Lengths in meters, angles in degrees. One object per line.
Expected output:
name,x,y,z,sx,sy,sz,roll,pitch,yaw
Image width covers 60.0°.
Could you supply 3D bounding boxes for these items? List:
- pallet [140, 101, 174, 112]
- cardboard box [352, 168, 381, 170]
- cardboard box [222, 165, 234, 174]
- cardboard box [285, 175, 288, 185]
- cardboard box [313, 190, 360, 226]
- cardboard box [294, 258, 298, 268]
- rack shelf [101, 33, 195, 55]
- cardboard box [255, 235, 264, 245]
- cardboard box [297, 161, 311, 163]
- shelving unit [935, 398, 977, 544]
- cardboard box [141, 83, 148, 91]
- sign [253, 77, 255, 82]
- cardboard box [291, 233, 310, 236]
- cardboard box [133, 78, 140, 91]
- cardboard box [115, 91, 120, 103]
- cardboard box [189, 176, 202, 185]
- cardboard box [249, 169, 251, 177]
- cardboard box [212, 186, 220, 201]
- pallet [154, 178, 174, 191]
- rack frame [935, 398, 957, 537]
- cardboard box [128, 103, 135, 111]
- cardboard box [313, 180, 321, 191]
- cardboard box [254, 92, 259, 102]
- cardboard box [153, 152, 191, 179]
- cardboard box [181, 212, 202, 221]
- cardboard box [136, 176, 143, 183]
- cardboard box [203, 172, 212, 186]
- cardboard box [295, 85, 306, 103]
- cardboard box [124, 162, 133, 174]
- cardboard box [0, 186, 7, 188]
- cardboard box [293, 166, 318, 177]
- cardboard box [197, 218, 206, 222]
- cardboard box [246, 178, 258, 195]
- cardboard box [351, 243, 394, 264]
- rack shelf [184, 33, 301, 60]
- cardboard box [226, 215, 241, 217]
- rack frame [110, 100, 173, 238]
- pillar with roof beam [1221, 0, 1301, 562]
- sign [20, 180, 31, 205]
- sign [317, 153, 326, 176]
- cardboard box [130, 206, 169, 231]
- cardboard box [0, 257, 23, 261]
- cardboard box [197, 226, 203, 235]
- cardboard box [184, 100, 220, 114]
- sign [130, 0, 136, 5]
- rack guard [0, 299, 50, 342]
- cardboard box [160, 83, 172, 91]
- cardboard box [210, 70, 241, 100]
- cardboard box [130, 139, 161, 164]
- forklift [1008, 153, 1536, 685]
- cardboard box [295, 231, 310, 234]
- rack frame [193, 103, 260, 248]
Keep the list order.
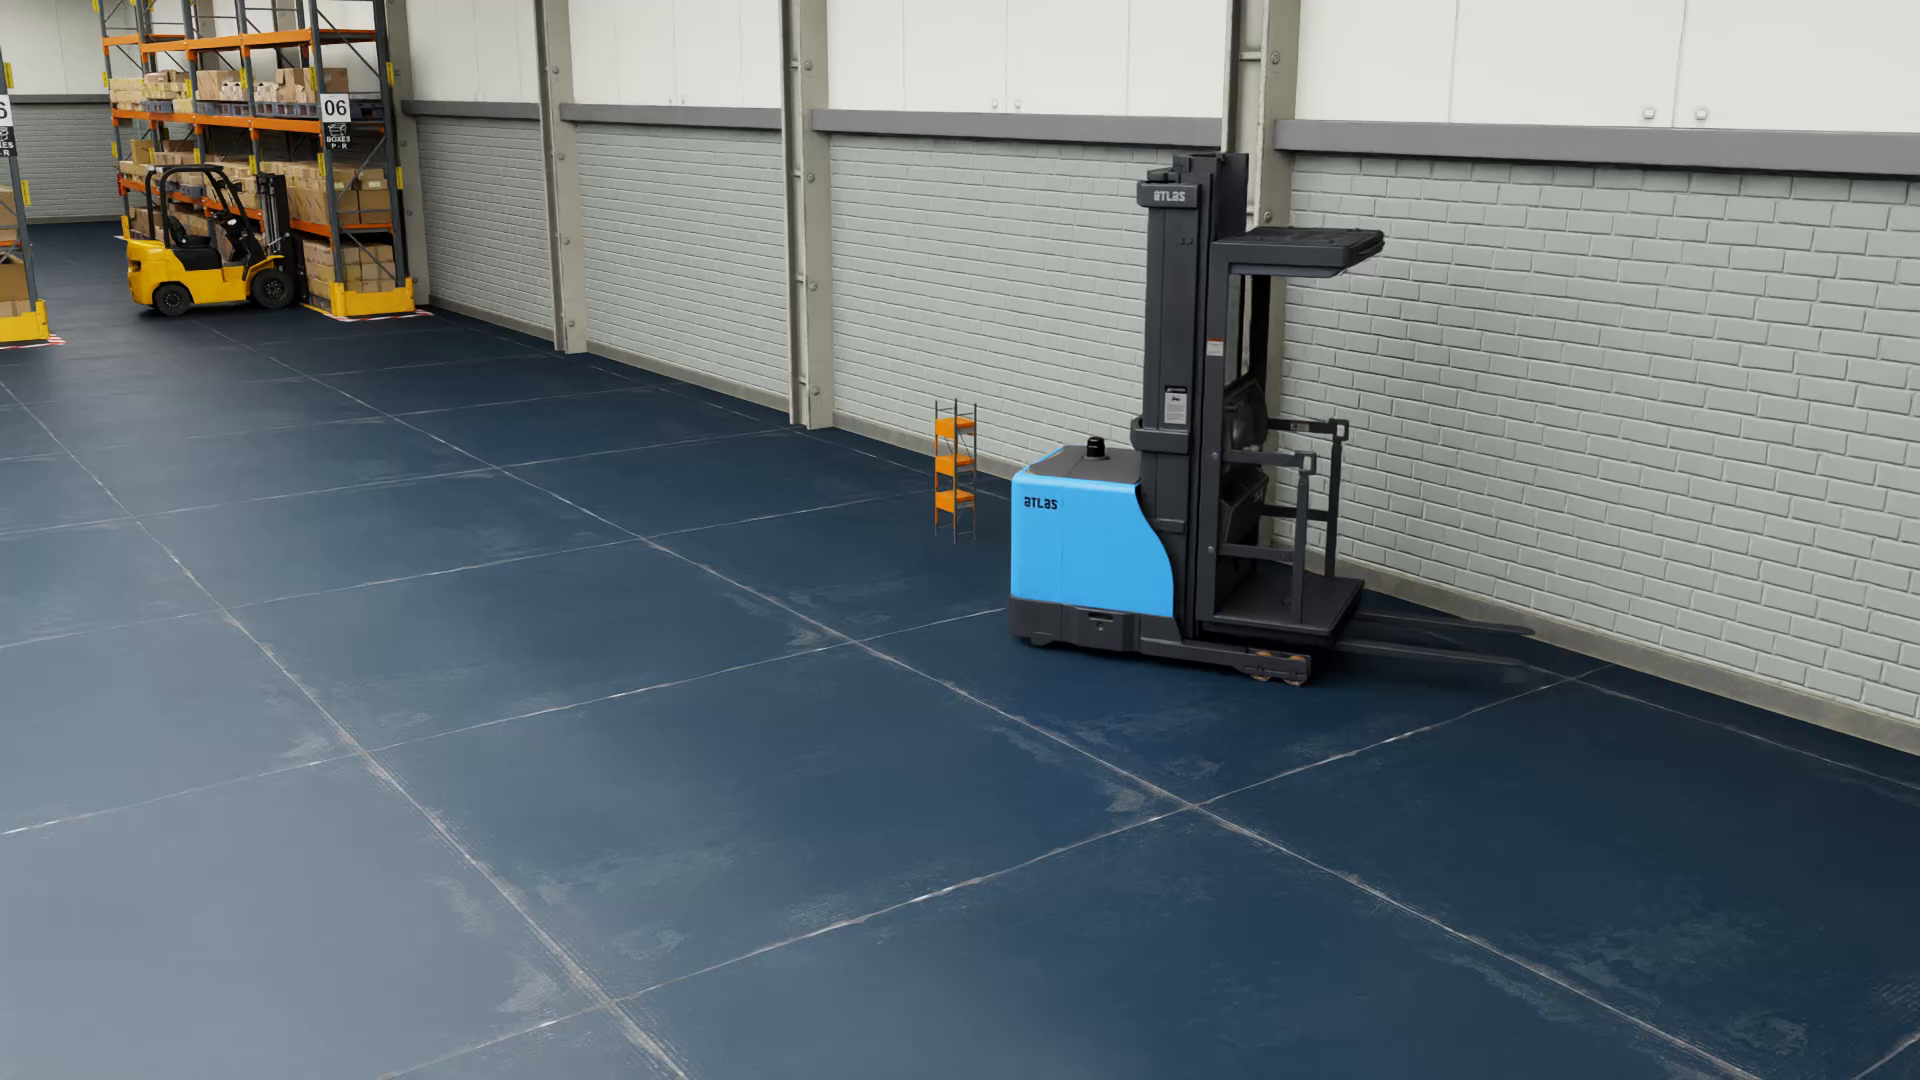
pallet,-15.597,-8.656,33.196,1.213,0.211,1.003,-11,19,-35
cardboard box,-8.999,-5.564,25.241,0.380,0.149,0.250,-10,18,-33
cardboard box,-12.855,-6.570,29.479,0.380,0.149,0.250,-10,18,-33
cardboard box,-10.516,-5.717,26.363,0.380,0.149,0.250,-12,19,-36
cardboard box,-9.370,-5.001,24.975,0.500,0.500,0.500,-11,19,-36
cardboard box,-10.305,-4.384,26.378,0.500,0.250,0.500,-11,19,-35
rack shelf,-17.100,-10.423,34.979,1.077,0.370,4.000,-11,19,-35
cardboard box,-11.536,-4.909,28.533,0.875,0.625,0.625,-10,18,-32
cardboard box,-10.788,-6.226,27.658,0.380,0.149,0.250,-11,19,-34
shelving unit,-0.031,-0.518,12.479,0.215,1.050,0.252,-11,19,-35
cardboard box,-16.103,-9.039,33.163,0.380,0.149,0.250,-10,18,-33
sign,-13.118,-8.415,30.829,0.100,0.325,0.005,-11,19,-35
cardboard box,-10.897,-4.838,27.090,0.500,0.250,0.500,-11,19,-34
cardboard box,-16.721,-9.387,34.282,0.500,0.250,0.500,-11,19,-35
cardboard box,-17.920,-9.580,35.935,0.500,0.250,0.500,-10,18,-33
cardboard box,-14.269,-6.758,31.268,0.380,0.149,0.250,-10,18,-34
cardboard box,-11.868,-6.255,28.328,0.380,0.149,0.250,-11,19,-35
cardboard box,-13.217,-6.283,30.135,0.500,0.250,0.500,-11,19,-36
pallet,-15.542,-7.170,33.456,1.003,0.211,1.213,-11,19,-35
rack frame,-0.103,-0.544,12.574,0.200,1.050,0.008,-11,19,-35
cardboard box,-17.303,-9.131,35.050,0.380,0.149,0.250,-10,18,-33
cardboard box,-9.473,-5.330,24.949,0.380,0.149,0.250,-11,18,-34
cardboard box,-11.202,-7.176,26.920,0.380,0.149,0.250,-10,18,-33
cardboard box,-15.820,-7.563,33.543,0.700,0.500,0.500,-10,18,-33
cardboard box,-15.254,-6.427,33.086,0.380,0.149,0.250,-11,19,-35
cardboard box,-17.416,-7.735,35.630,0.380,0.149,0.250,-10,18,-33
cardboard box,-13.529,-6.629,30.450,0.500,0.250,0.500,-11,19,-35
cardboard box,-9.750,-6.705,24.979,0.396,0.266,0.258,-11,19,-34
cardboard box,-17.930,-8.129,36.317,0.500,0.250,0.500,-11,19,-34
cardboard box,-13.543,-4.671,23.209,0.500,0.500,0.500,-11,19,-36
cardboard box,-10.081,-5.693,25.714,0.380,0.149,0.250,-10,18,-33
cardboard box,-14.372,-6.089,31.851,0.380,0.149,0.250,-12,19,-36
cardboard box,-11.716,-5.976,28.066,0.500,0.250,0.500,-11,19,-36
cardboard box,-8.998,-4.379,25.411,0.500,0.250,0.500,-11,19,-35
rack shelf,-12.396,-8.523,28.790,1.077,0.370,4.000,-11,19,-35
cardboard box,-14.057,-6.240,32.403,0.380,0.149,0.250,-12,19,-37
rack frame,-18.276,-8.305,37.236,1.000,3.000,0.127,-11,19,-35
pillar with roof beam,-1.447,-3.558,8.531,9.100,9.000,0.400,-11,19,-35
sign,-12.442,-4.619,22.129,0.100,0.325,0.005,-11,19,-35
sign,-9.315,-5.480,24.272,0.100,0.325,0.005,-11,19,-35
cardboard box,-17.993,-7.158,36.980,0.797,0.503,0.637,-12,19,-37
cardboard box,-13.457,-3.686,23.354,0.500,0.500,0.500,-12,19,-37
cardboard box,-14.280,-5.759,31.874,0.500,0.500,0.500,-11,19,-35
cardboard box,-14.070,-8.043,30.882,0.500,0.250,0.500,-12,19,-36
sign,-16.374,-10.753,32.897,0.100,0.325,0.005,-11,19,-35
rack guard,-12.926,-2.927,22.325,1.175,0.500,0.348,-11,19,-35
cardboard box,-15.150,-8.719,31.995,0.380,0.149,0.250,-11,19,-34
cardboard box,-12.745,-7.932,29.020,0.500,0.500,0.500,-10,18,-33
cardboard box,-17.345,-8.279,35.441,0.500,0.500,0.500,-10,18,-33
forklift,1.863,-0.740,9.727,3.031,2.935,1.130,6,17,22
cardboard box,-10.774,-5.026,27.775,0.500,0.250,0.500,-10,18,-33
rack frame,-13.572,-6.596,30.995,1.000,3.000,0.127,-11,19,-35
